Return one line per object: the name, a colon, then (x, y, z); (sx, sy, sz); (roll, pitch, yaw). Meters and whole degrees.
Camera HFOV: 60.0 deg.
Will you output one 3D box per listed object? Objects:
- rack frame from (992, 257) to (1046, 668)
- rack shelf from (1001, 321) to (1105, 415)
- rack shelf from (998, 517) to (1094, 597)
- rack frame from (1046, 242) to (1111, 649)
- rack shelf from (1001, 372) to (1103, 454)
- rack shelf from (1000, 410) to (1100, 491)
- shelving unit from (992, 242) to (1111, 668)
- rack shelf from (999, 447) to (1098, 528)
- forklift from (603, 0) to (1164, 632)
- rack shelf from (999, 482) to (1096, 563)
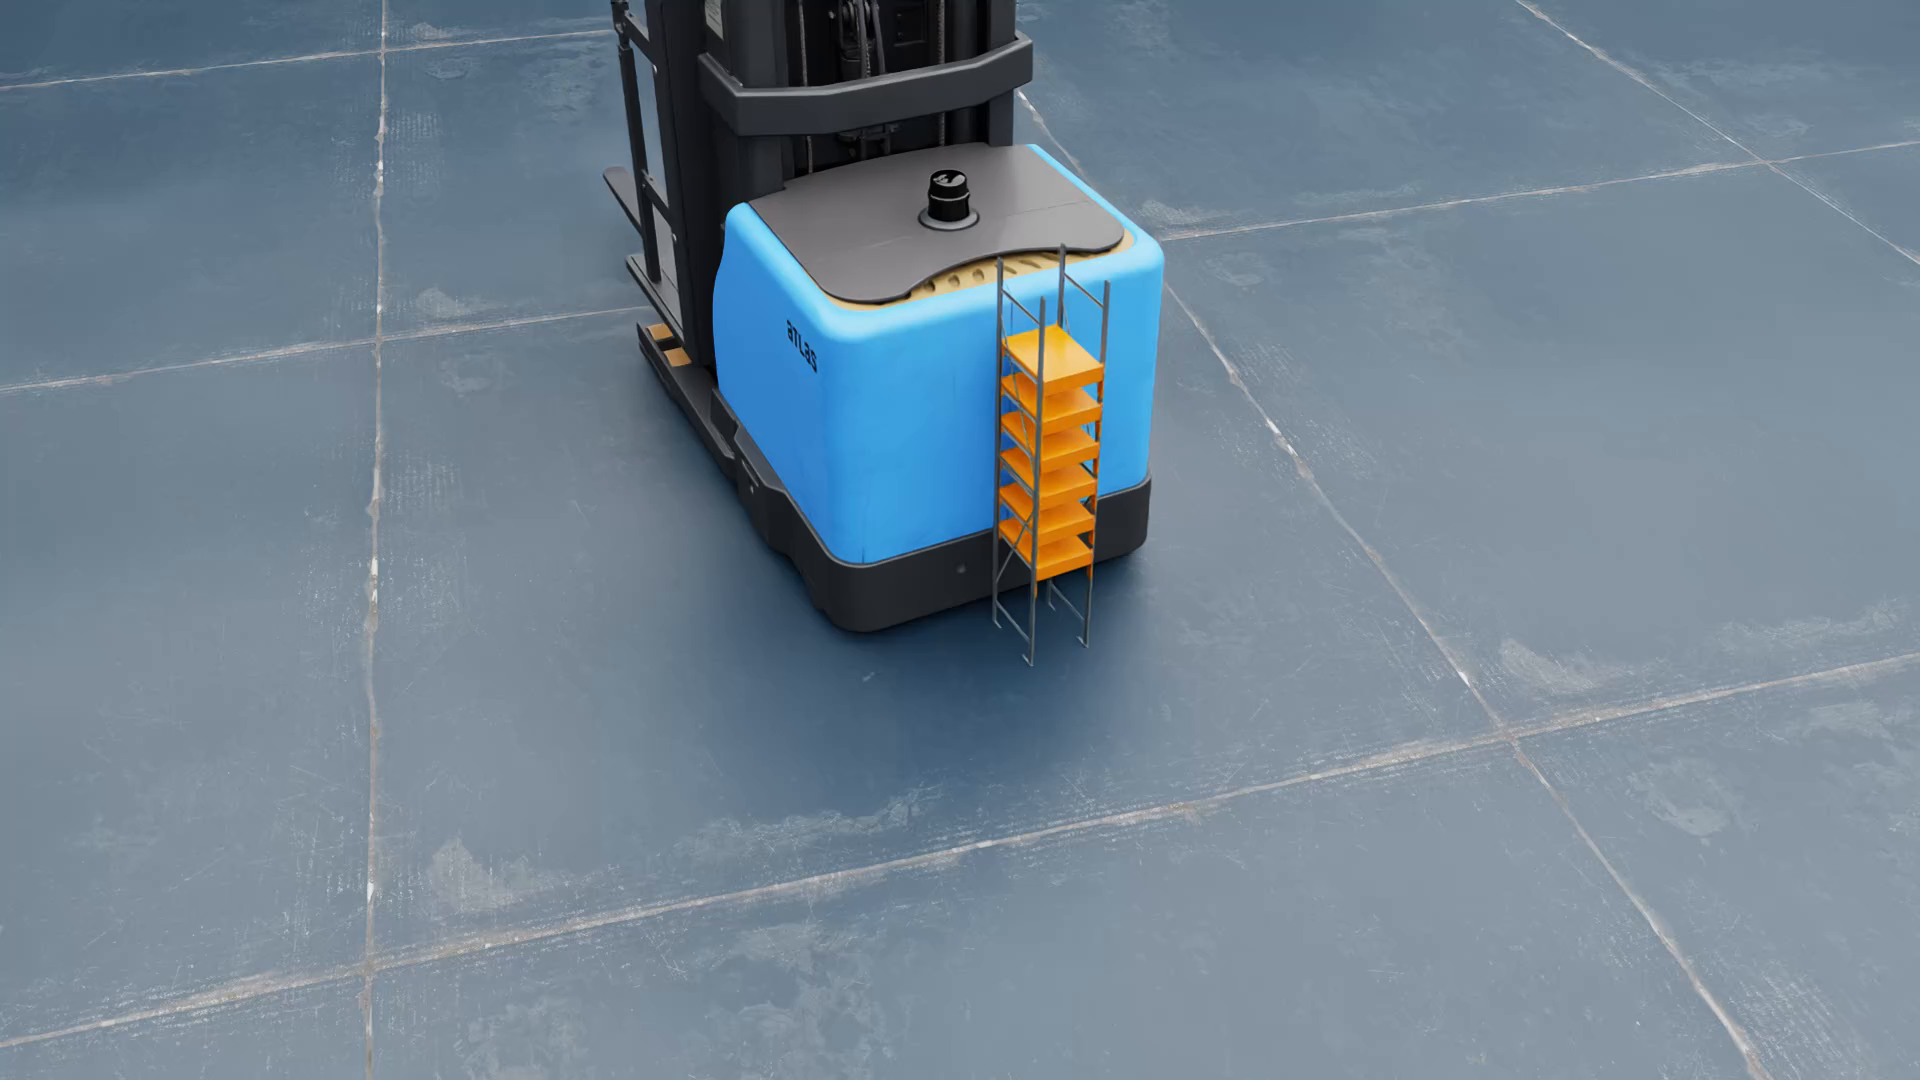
rack frame: (0.152, -0.174, 4.491); (0.006, 1.200, 0.240); (-17, 41, -21)
rack shelf: (0.234, -0.451, 4.332); (0.180, 0.103, 0.258); (-17, 41, -21)
rack shelf: (0.234, 0.026, 4.697); (0.180, 0.103, 0.258); (-17, 41, -21)
rack frame: (0.315, -0.225, 4.557); (0.006, 1.200, 0.240); (-17, 41, -21)
rack shelf: (0.234, -0.355, 4.405); (0.180, 0.103, 0.258); (-17, 41, -21)
rack shelf: (0.234, -0.260, 4.478); (0.180, 0.103, 0.258); (-17, 41, -21)
shelving unit: (0.234, -0.200, 4.524); (0.189, 1.200, 0.258); (-17, 41, -21)
rack shelf: (0.234, -0.165, 4.551); (0.180, 0.103, 0.258); (-17, 41, -21)
forklift: (-0.517, -1.786, 5.173); (1.130, 2.935, 3.031); (-16, 40, -20)
rack shelf: (0.234, -0.069, 4.624); (0.180, 0.103, 0.258); (-17, 41, -21)
